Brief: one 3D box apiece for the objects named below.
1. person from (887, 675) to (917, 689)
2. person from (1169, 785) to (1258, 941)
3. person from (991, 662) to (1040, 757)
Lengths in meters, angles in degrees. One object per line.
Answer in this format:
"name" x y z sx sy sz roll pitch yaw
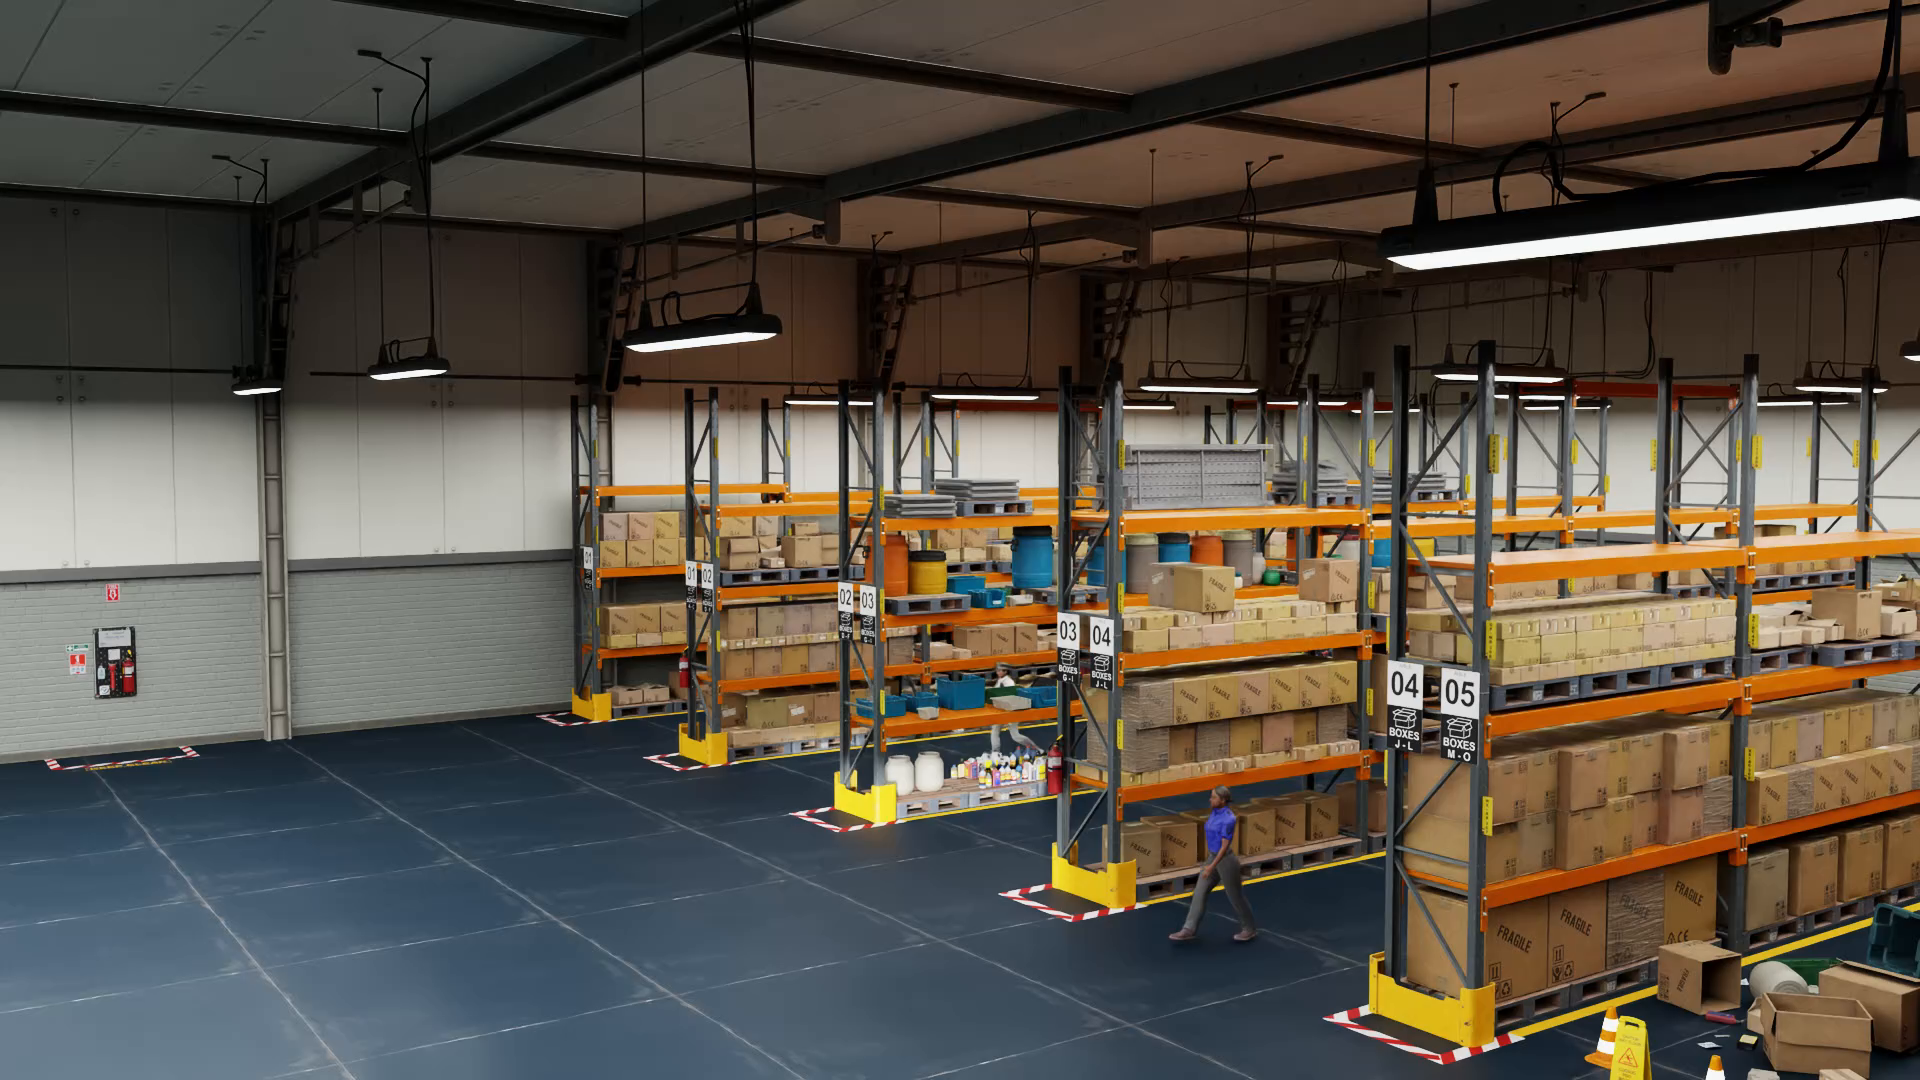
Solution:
"person" -1.207 2.249 32.497 0.762 1.812 0.571 -2 4 -33
"person" 2.609 3.312 17.037 0.948 1.607 0.462 -1 4 -21
"person" 0.803 2.747 26.511 0.942 1.636 0.508 -2 4 -25
